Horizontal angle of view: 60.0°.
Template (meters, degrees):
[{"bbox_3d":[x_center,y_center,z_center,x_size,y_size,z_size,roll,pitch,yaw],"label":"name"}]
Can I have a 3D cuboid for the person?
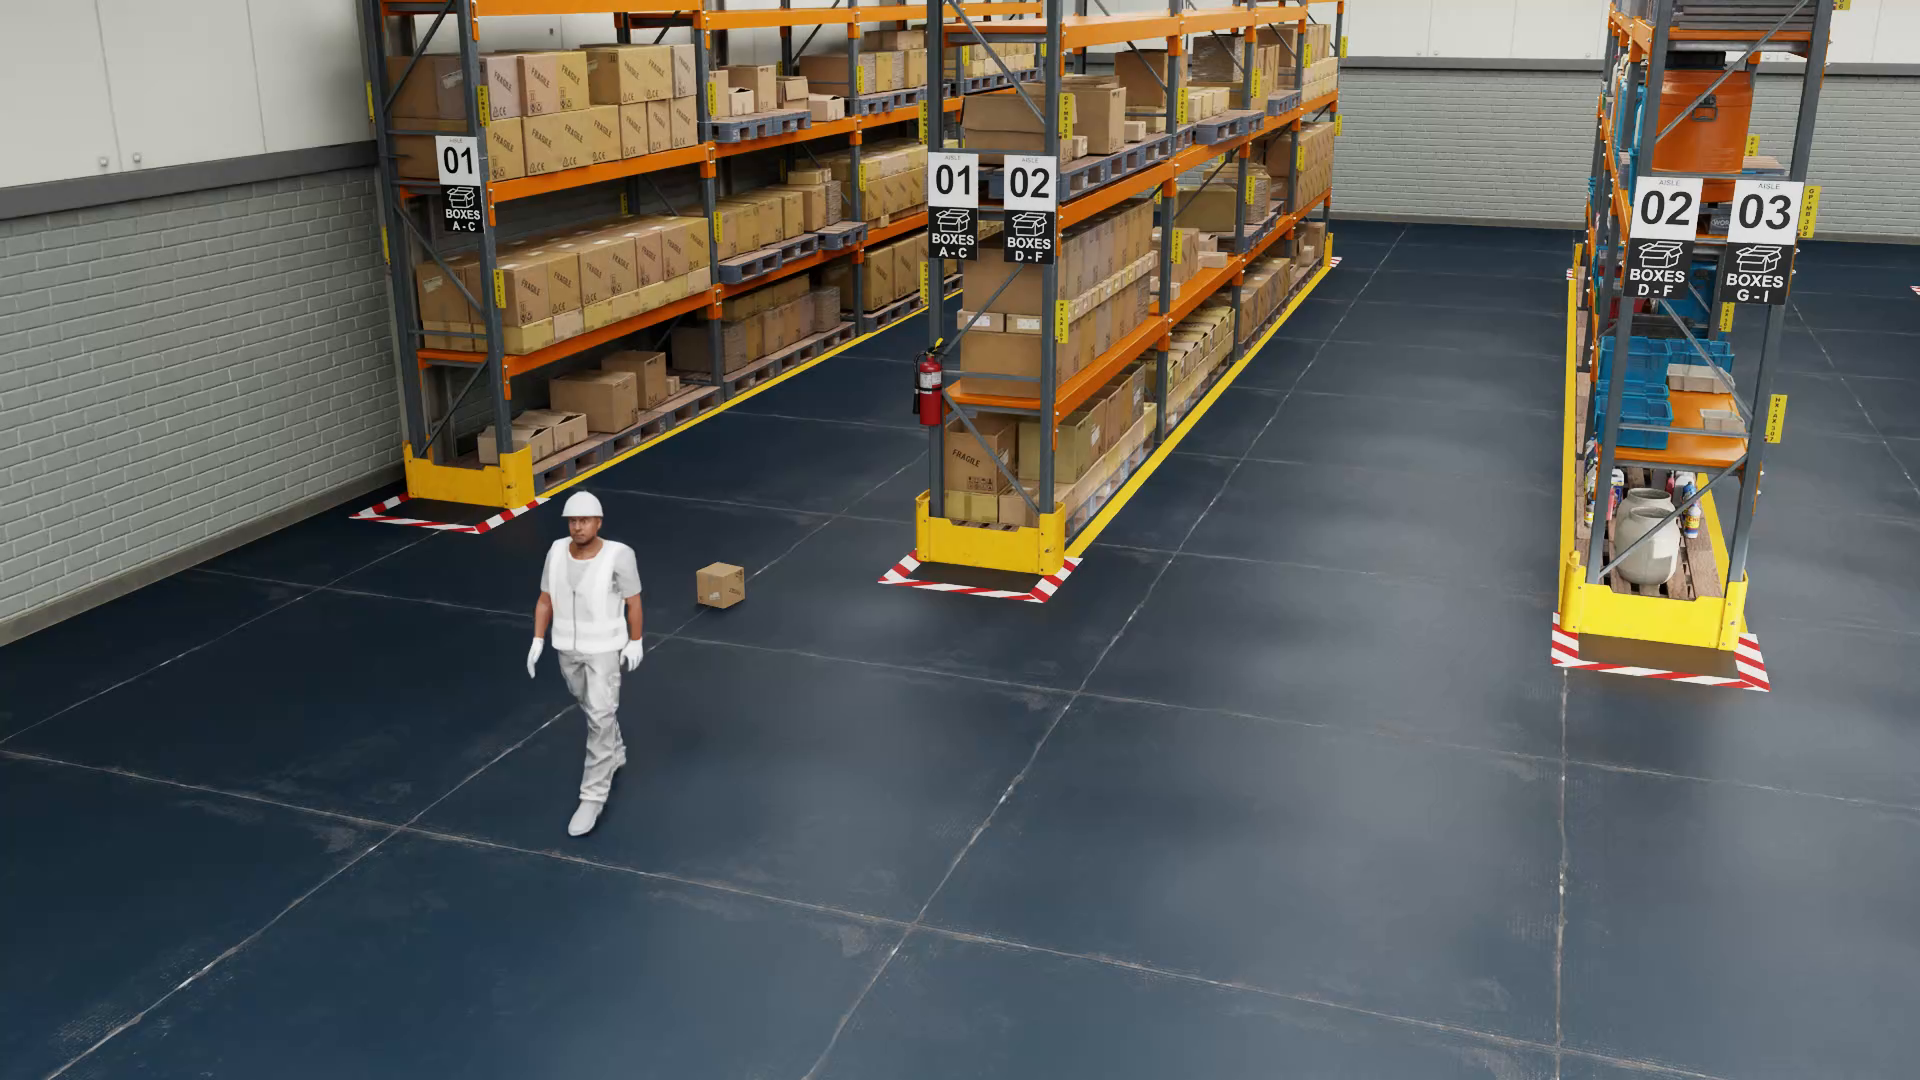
[{"bbox_3d":[-2.093,0.619,9.127,0.553,1.755,0.897,6,19,17],"label":"person"}]
